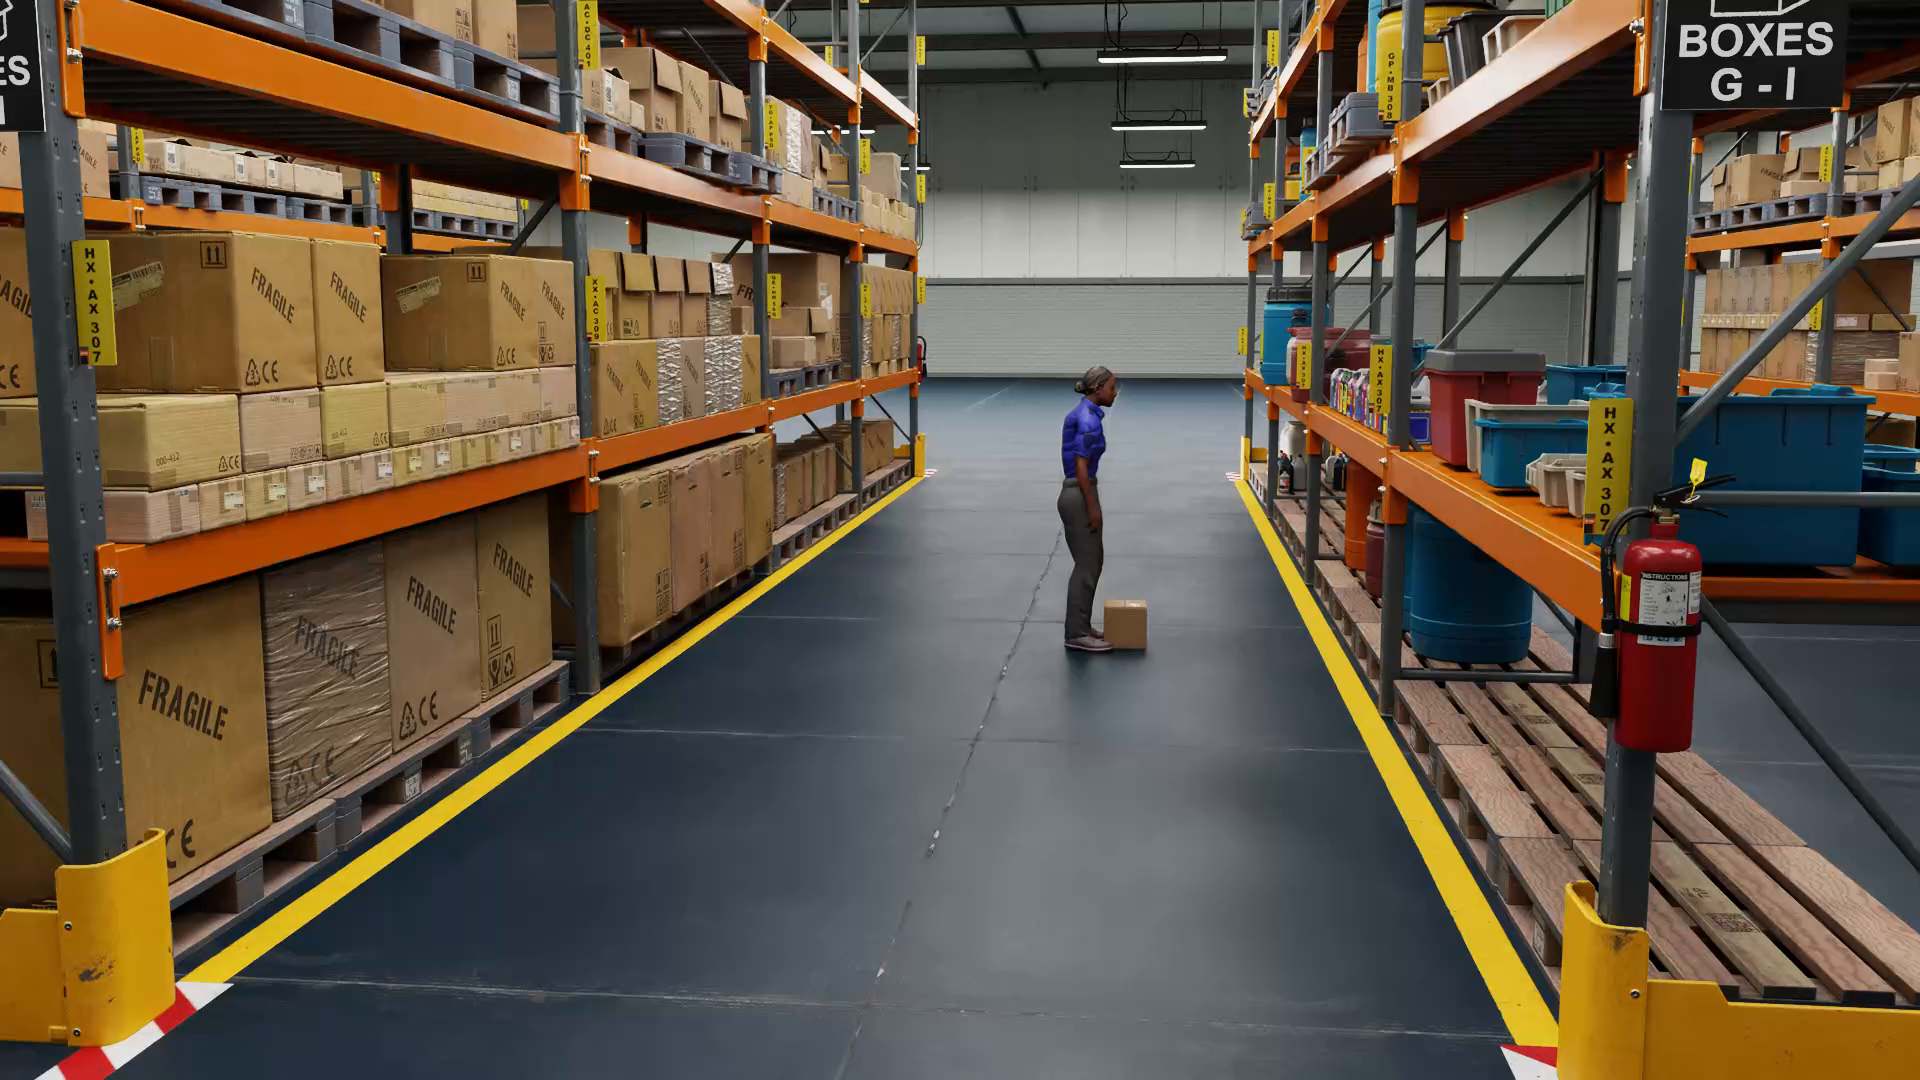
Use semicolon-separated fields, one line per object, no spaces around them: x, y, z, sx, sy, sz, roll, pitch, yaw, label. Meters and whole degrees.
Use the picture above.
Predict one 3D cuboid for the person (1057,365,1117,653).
0.746;-0.199;9.789;0.347;1.655;0.532;0;8;3;person
